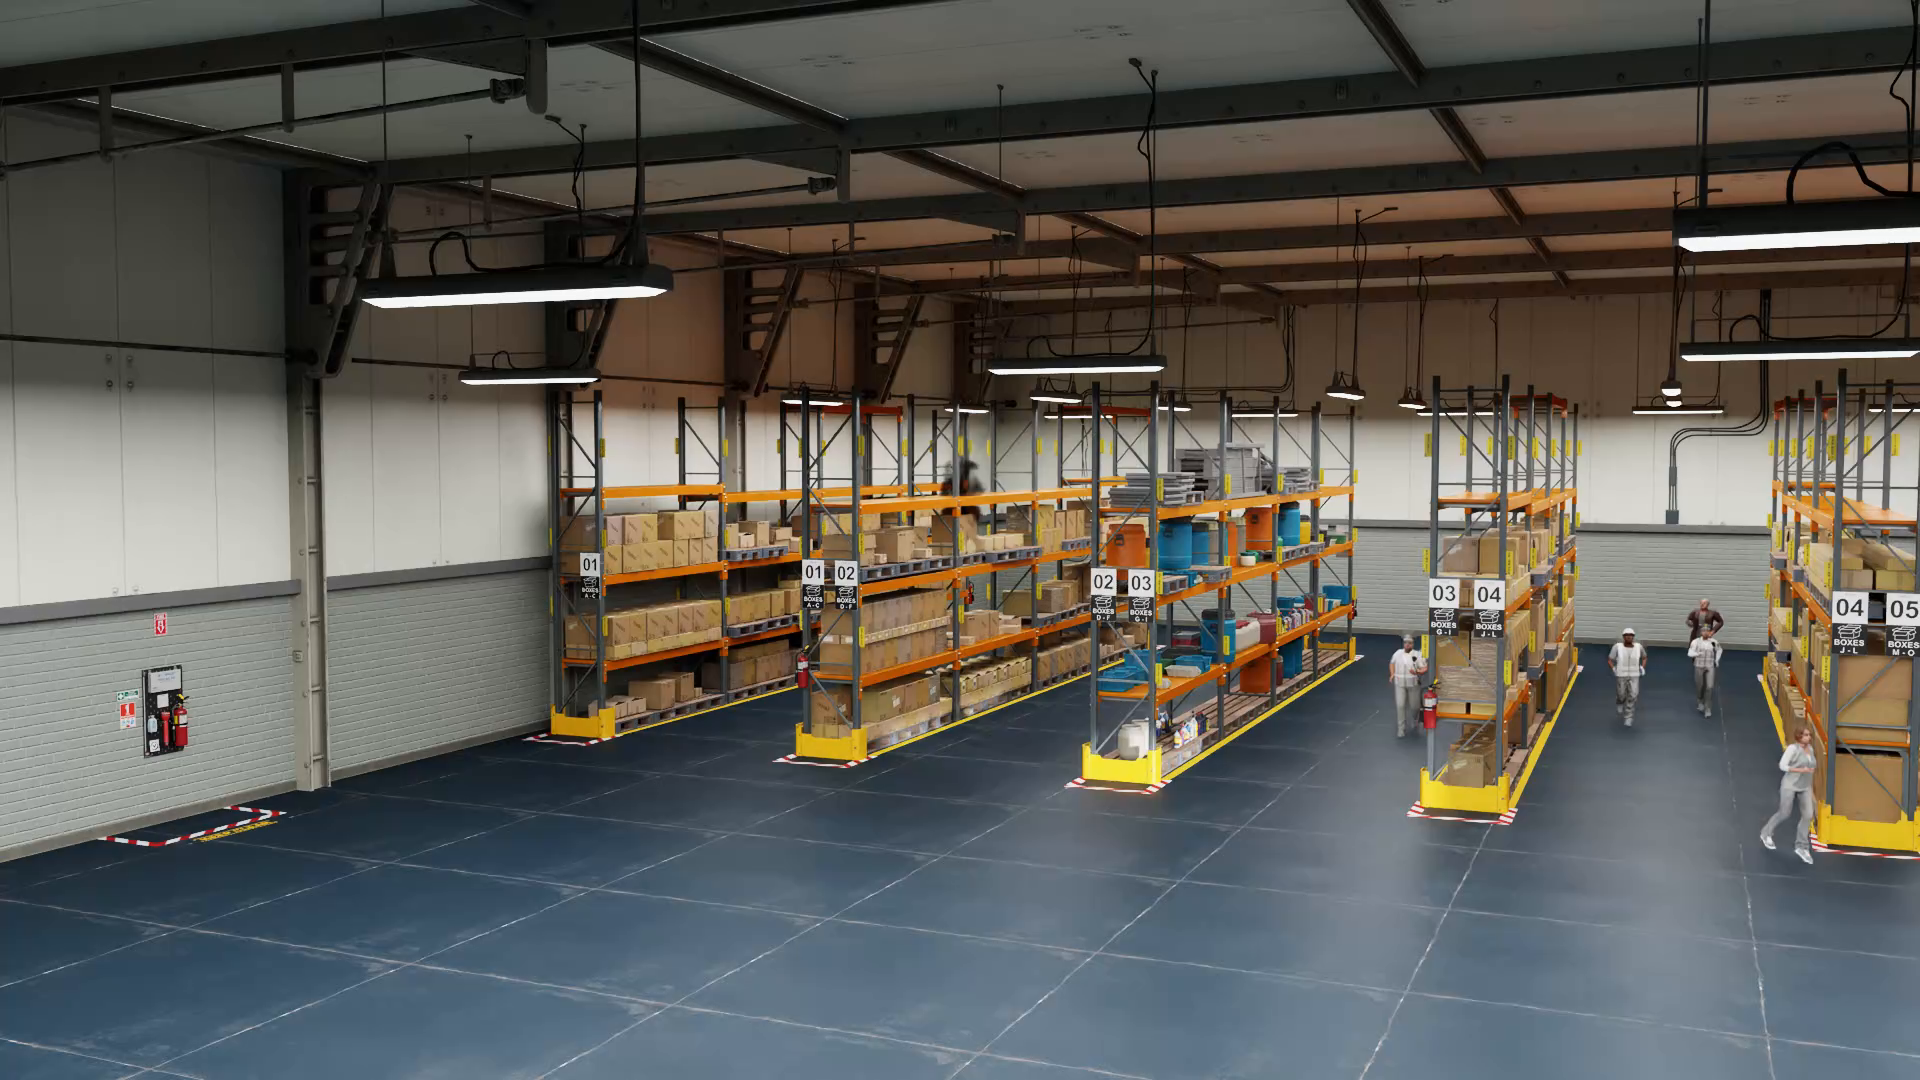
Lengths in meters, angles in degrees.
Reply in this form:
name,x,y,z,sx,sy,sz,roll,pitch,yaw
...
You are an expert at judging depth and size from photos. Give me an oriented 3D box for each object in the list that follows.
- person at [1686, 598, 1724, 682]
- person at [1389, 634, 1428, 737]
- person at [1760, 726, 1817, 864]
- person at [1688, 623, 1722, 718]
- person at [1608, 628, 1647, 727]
name,x,y,z,sx,sy,sz,roll,pitch,yaw
person,15.936,2.170,35.696,0.804,1.826,0.706,-3,4,-44
person,7.785,2.512,28.933,0.673,1.755,0.901,1,3,23
person,10.237,3.074,20.385,0.544,1.624,0.767,-1,3,-15
person,13.949,2.419,31.137,0.600,1.730,0.785,1,3,23
person,12.085,2.466,30.084,0.678,1.752,0.808,1,3,14
